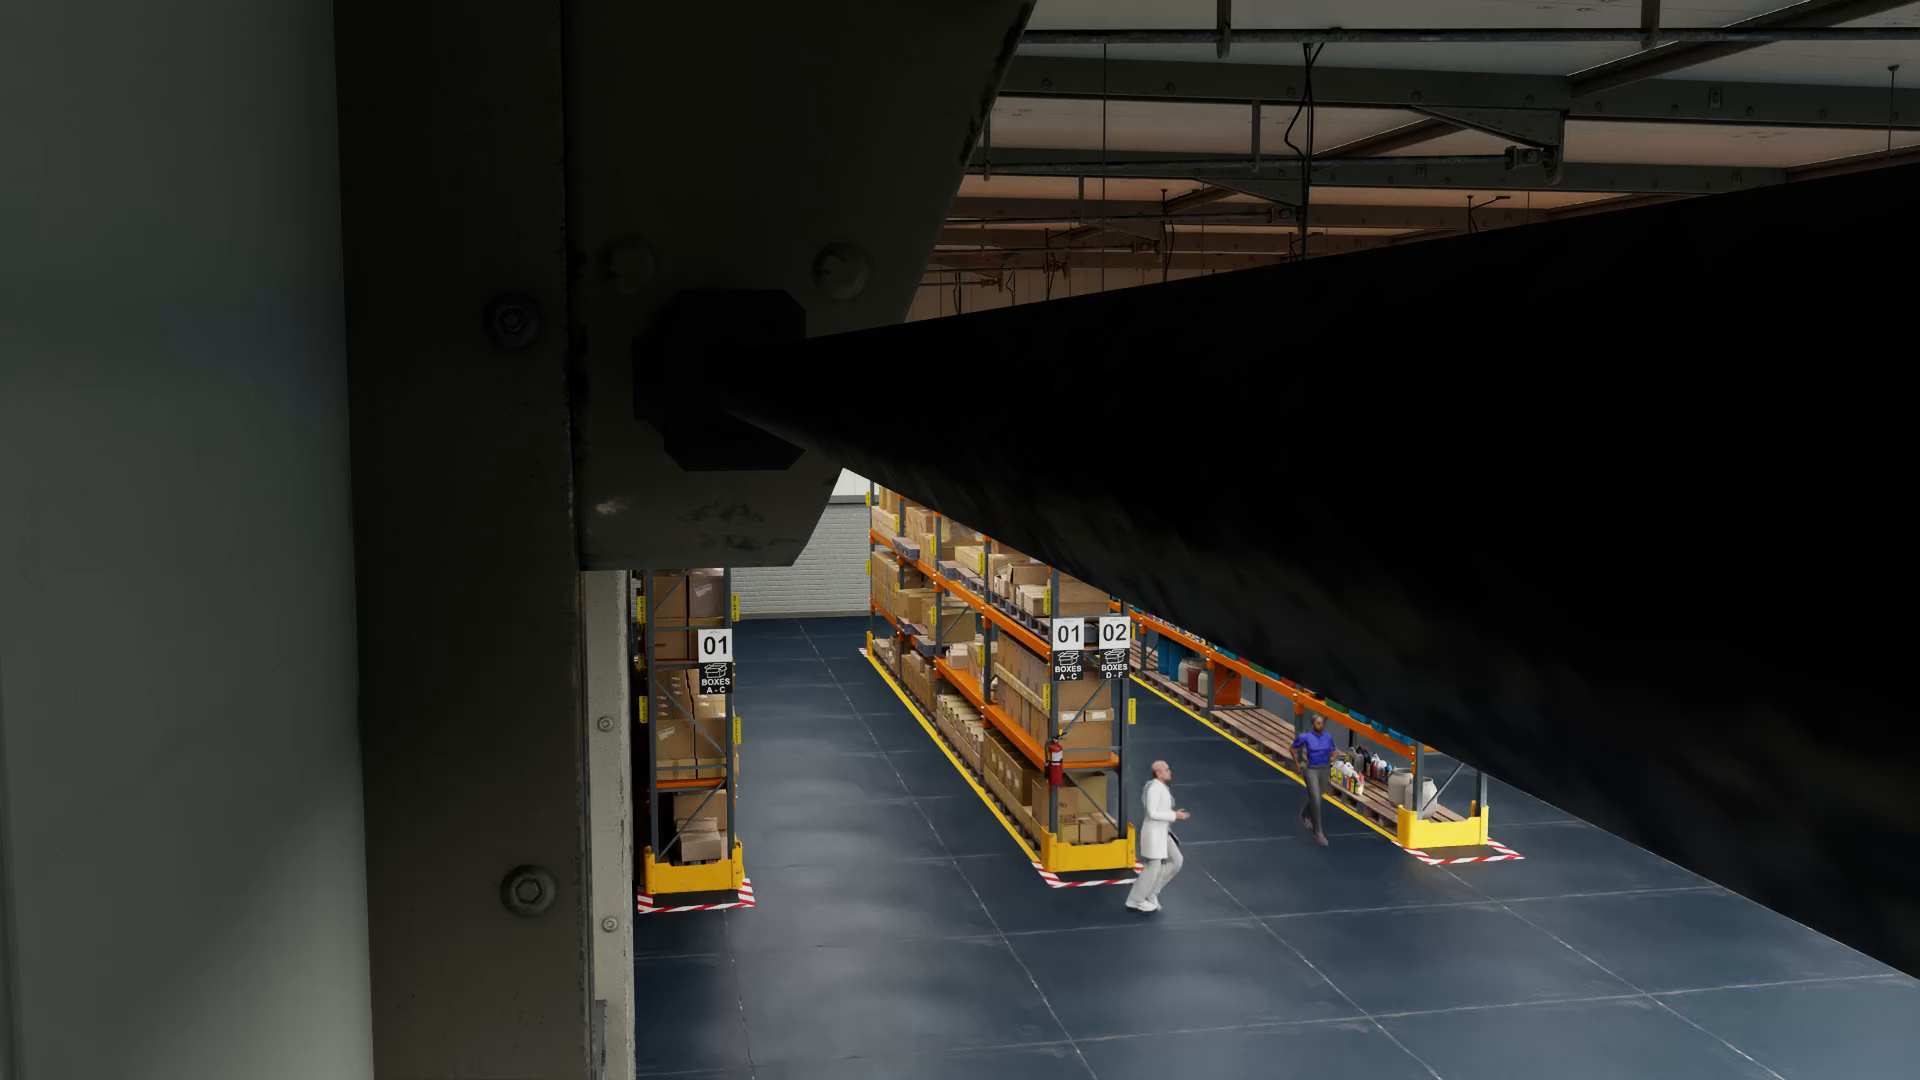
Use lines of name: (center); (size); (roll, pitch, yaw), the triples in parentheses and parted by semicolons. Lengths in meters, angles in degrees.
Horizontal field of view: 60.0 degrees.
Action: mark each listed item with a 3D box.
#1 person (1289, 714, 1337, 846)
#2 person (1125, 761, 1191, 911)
person: (4.770, 3.169, 22.316); (0.570, 1.687, 0.830); (-2, 6, -19)
person: (2.341, 3.446, 19.403); (0.742, 1.762, 0.701); (2, 6, 19)
